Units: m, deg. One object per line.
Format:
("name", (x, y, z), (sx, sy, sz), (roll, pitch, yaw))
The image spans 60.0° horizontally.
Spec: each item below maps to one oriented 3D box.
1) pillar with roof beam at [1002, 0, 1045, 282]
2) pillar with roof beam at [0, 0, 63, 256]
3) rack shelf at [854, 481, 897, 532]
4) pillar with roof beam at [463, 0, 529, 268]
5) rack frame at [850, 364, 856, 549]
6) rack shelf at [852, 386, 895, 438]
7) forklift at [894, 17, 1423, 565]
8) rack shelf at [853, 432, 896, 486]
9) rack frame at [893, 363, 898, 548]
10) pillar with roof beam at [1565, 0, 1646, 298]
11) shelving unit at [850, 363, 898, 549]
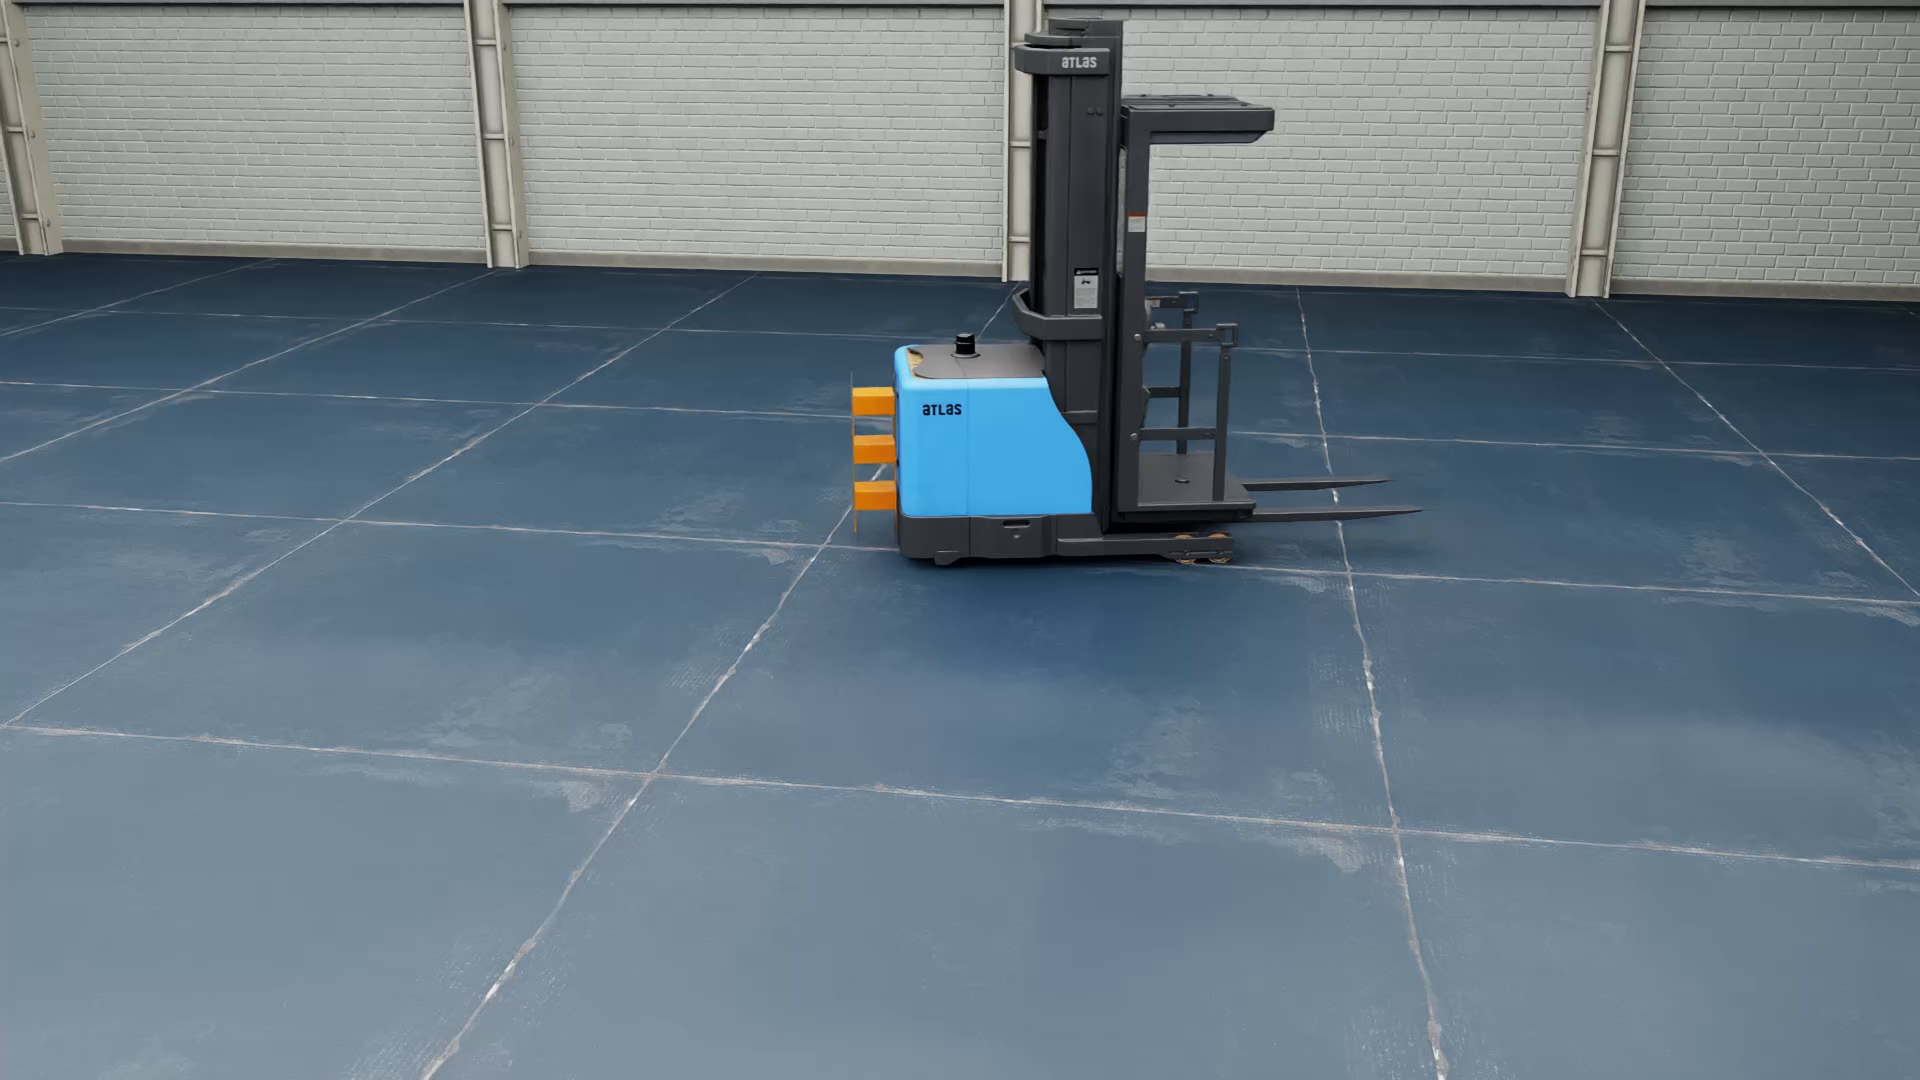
("pillar with roof beam", (-0.003, -5.805, 12.971), (0.400, 9.000, 9.100), (3, 19, 9))
("pillar with roof beam", (-11.851, -6.409, 14.776), (0.400, 9.000, 9.100), (3, 19, 9))
("rack shelf", (-0.494, -0.205, 9.670), (0.240, 0.259, 0.215), (-1, 19, -4))
("pillar with roof beam", (-5.927, -6.107, 13.874), (0.400, 9.000, 9.100), (3, 19, 9))
("rack frame", (-0.616, -0.475, 9.570), (0.008, 1.050, 0.200), (-1, 19, -4))
("rack shelf", (-0.494, -0.738, 9.492), (0.240, 0.259, 0.215), (-1, 19, -4))
("forklift", (1.144, -1.419, 9.425), (3.031, 2.935, 1.130), (-1, 19, -4))
("rack shelf", (-0.494, -0.469, 9.582), (0.240, 0.259, 0.215), (-1, 19, -4))
("rack frame", (-0.373, -0.482, 9.588), (0.008, 1.050, 0.200), (-1, 19, -4))
("pillar with roof beam", (5.921, -5.503, 12.069), (0.400, 9.000, 9.100), (3, 19, 9))
("shelving unit", (-0.494, -0.479, 9.579), (0.252, 1.050, 0.215), (-1, 19, -4))
